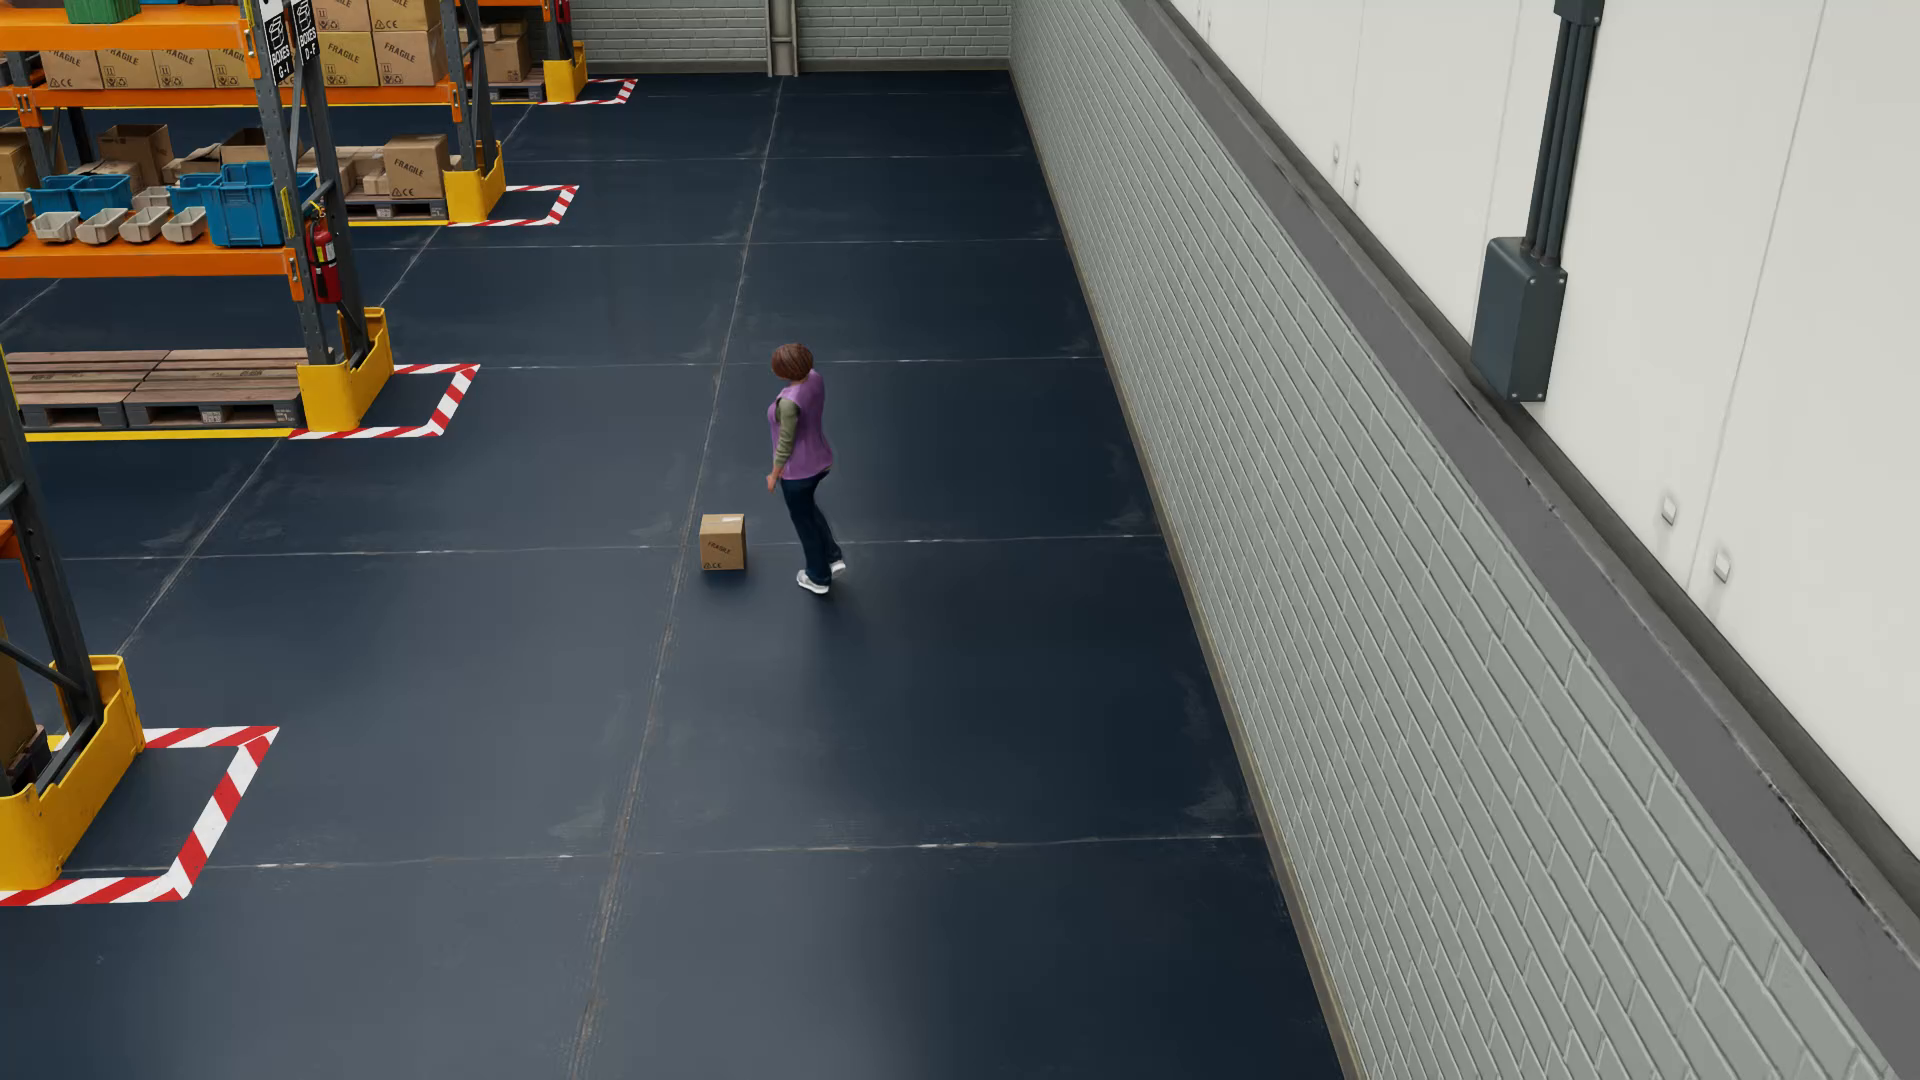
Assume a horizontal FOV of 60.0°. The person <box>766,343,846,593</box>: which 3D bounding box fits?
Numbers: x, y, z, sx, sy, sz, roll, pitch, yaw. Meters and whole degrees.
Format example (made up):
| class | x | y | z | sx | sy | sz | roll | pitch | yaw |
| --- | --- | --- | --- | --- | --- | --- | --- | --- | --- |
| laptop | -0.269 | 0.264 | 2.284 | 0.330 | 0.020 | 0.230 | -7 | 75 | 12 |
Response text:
| class | x | y | z | sx | sy | sz | roll | pitch | yaw |
| --- | --- | --- | --- | --- | --- | --- | --- | --- | --- |
| person | -0.893 | -0.389 | 9.368 | 0.361 | 1.599 | 0.433 | 15 | 31 | 26 |
